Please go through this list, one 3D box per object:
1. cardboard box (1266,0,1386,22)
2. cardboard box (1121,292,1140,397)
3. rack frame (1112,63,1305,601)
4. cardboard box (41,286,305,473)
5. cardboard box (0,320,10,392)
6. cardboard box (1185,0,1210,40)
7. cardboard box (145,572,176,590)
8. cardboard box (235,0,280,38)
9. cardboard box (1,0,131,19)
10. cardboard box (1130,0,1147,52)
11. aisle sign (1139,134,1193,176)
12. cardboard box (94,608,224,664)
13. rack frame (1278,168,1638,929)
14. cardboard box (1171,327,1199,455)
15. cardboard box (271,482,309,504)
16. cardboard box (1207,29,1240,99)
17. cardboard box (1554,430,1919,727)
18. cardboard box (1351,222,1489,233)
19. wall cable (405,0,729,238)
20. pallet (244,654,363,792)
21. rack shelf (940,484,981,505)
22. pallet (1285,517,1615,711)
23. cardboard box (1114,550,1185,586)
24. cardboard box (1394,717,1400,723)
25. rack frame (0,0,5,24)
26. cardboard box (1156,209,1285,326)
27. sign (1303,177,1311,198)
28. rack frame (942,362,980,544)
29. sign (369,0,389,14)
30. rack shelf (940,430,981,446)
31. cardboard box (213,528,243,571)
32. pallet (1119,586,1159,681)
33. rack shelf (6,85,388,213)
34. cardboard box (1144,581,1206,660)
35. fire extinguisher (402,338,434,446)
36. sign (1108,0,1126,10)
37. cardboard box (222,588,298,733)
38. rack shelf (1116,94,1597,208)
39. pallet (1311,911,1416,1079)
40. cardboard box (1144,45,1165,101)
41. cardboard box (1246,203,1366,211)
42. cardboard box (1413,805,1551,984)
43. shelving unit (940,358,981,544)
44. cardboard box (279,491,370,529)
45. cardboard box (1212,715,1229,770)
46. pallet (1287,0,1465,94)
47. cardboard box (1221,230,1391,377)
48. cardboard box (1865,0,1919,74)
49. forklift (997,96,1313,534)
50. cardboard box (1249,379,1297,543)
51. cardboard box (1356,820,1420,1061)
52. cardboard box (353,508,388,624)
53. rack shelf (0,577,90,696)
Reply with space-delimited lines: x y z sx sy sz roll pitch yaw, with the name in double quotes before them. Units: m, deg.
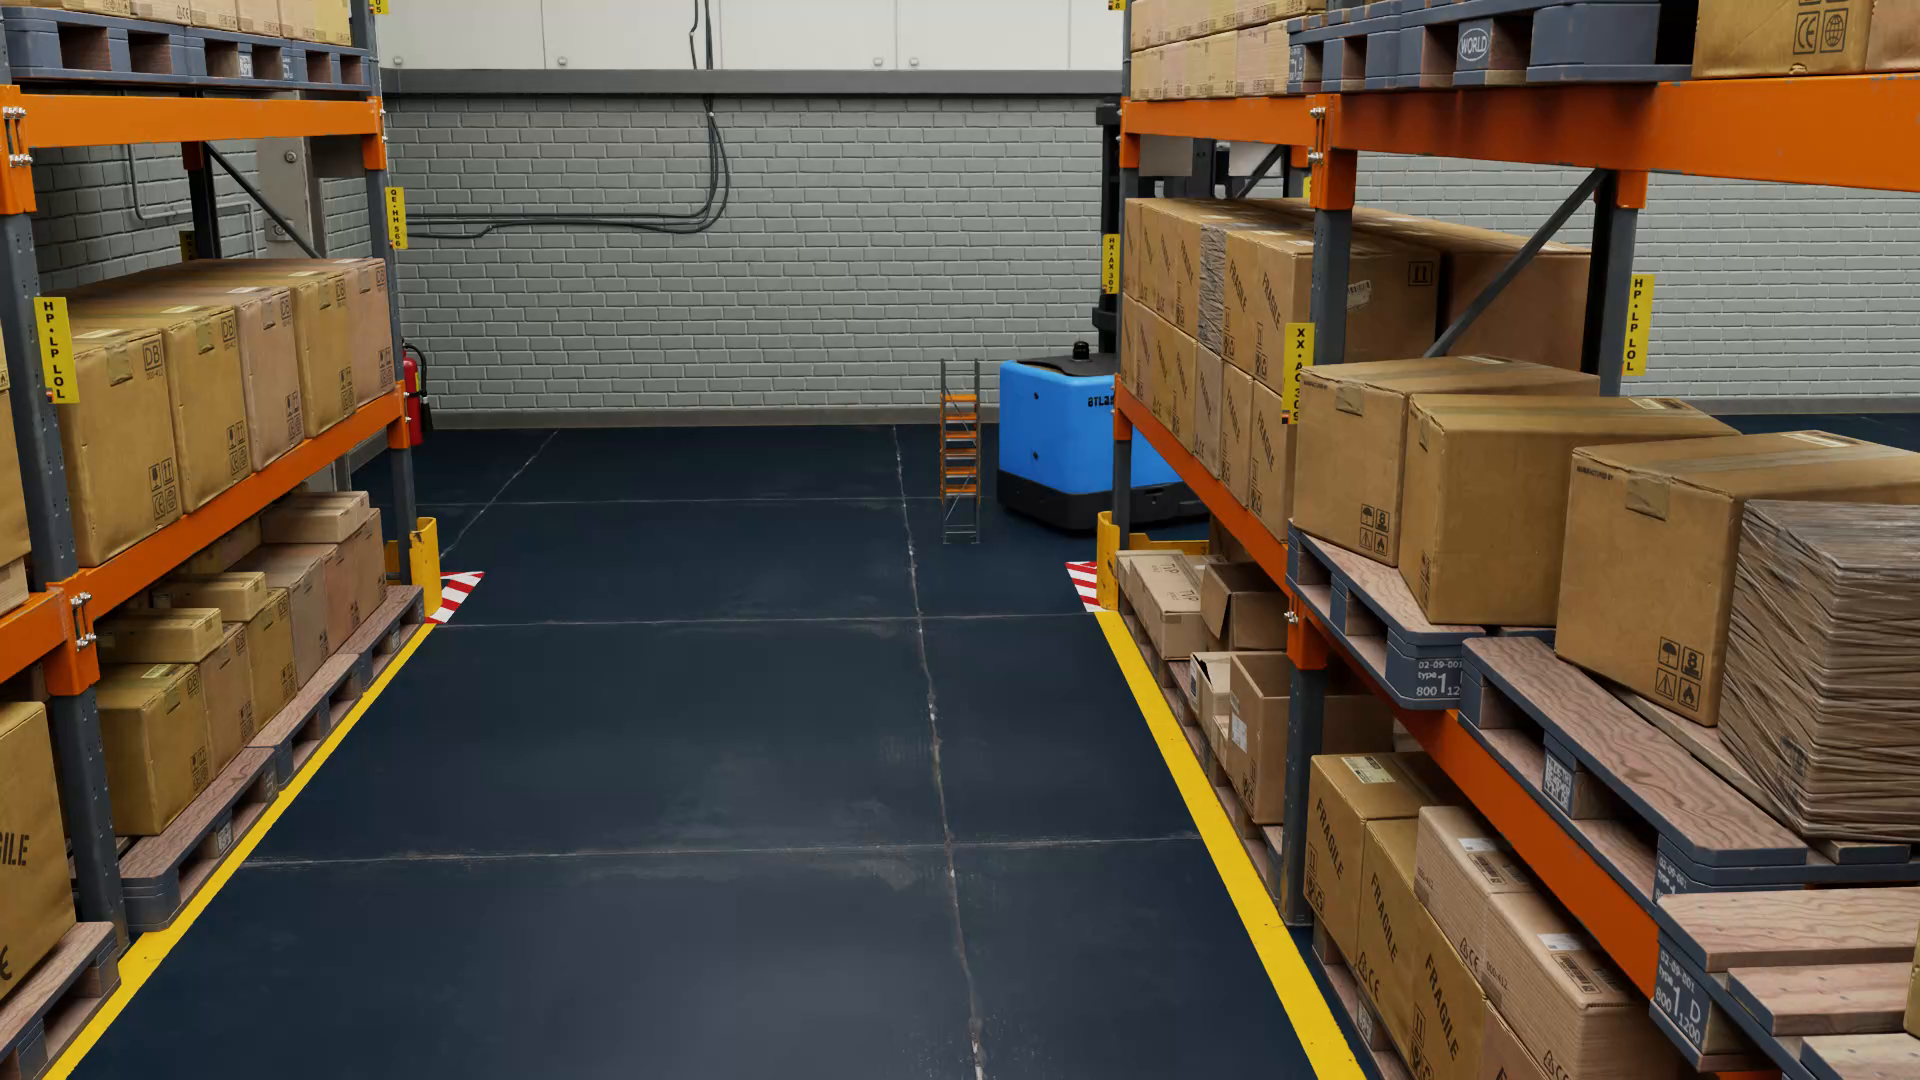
"cardboard box" 1.329 -1.864 5.527 0.500 0.250 0.500 -1 14 -3
"cardboard box" 1.147 -1.053 8.900 0.500 0.500 0.500 -1 14 -2
"rack frame" 1.382 -1.119 9.357 1.000 3.000 0.127 -1 14 -3
"cardboard box" -3.426 -0.690 7.087 0.980 0.700 0.700 -2 15 -6
"cardboard box" -3.030 -0.500 4.608 0.500 0.250 0.500 -1 14 -2
"cardboard box" 1.242 -2.237 6.978 0.500 0.250 0.500 -1 14 -3
"cardboard box" -3.513 0.238 6.953 0.380 0.149 0.250 -1 14 -3
"cardboard box" -3.181 -2.237 6.939 0.500 0.250 0.500 -1 14 -5
"cardboard box" -3.094 -1.855 5.454 0.500 0.250 0.500 -1 14 -4
"cardboard box" 1.154 -2.610 8.428 0.500 0.250 0.500 -1 14 -3
"aisle sign" 1.085 -2.391 9.082 0.394 0.787 0.004 -1 14 -3
"cardboard box" -3.097 0.370 6.439 0.380 0.149 0.250 0 14 -2
"rack frame" 1.630 -0.125 5.491 1.000 3.000 0.127 -1 14 -3
"cardboard box" 1.241 -0.676 7.433 0.500 0.500 0.500 -1 14 -3
"cardboard box" -3.626 -0.204 8.673 0.380 0.149 0.250 -1 14 -3
"cardboard box" 1.274 -1.870 6.557 0.500 0.250 0.500 -1 14 -3
"cardboard box" 1.801 0.062 3.722 0.700 0.500 0.500 -5 15 -18
"cardboard box" 1.818 -1.035 6.822 0.500 0.500 0.500 -1 14 -5
"wall cable" -3.555 -3.856 14.184 3.097 2.526 0.112 -1 14 -3
"pallet" -3.362 0.809 7.459 1.003 0.211 1.213 -1 14 -3
"rack shelf" 0.001 -0.302 10.934 0.258 0.103 0.180 -1 14 -3
"pallet" 1.571 0.169 4.736 1.003 0.211 1.213 -1 14 -3
"cardboard box" 1.065 0.158 9.232 0.380 0.149 0.250 -1 14 -3
"cardboard box" 1.756 0.712 7.043 0.380 0.166 0.250 -1 14 -3
"rack frame" -3.314 -2.953 4.443 1.000 3.000 0.127 -1 14 -3
"cardboard box" 1.213 -1.283 7.787 0.500 0.500 0.500 -1 14 -3
"sign" 1.937 -1.837 9.188 0.100 0.325 0.005 -1 14 -3
"rack frame" 0.007 -0.555 10.774 0.240 1.200 0.006 -1 14 -3
"sign" -3.019 -2.890 8.601 0.100 0.325 0.005 -1 14 -3
"rack shelf" 0.001 -0.651 10.844 0.258 0.103 0.180 -1 14 -3
"cardboard box" -3.562 0.047 7.696 0.380 0.149 0.250 -1 14 -3
"pallet" 1.437 0.448 8.861 1.003 0.211 1.213 -1 14 -3
"rack shelf" -3.438 -1.649 6.839 1.077 0.370 4.000 -1 14 -3
"cardboard box" 1.195 0.387 8.136 0.500 0.250 0.500 -1 14 -3
"fire extinguisher" -3.110 -0.869 9.286 0.296 0.674 0.183 -1 14 -3
"sign" 0.841 -2.987 8.842 0.100 0.325 0.005 -1 14 -3
"cardboard box" -3.315 0.520 7.160 0.700 0.500 0.500 -1 14 -2
"rack shelf" 1.506 -1.726 7.140 1.077 0.370 4.000 -1 14 -3
"pallet" 1.718 1.428 5.054 1.003 0.211 1.213 -1 14 -3
"cardboard box" 1.178 -2.243 8.006 0.500 0.250 0.500 -1 14 -3
"cardboard box" 1.716 -1.420 8.318 0.500 0.500 0.500 0 14 -2
"cardboard box" 1.479 0.883 4.205 0.500 0.250 0.500 -1 14 -3
"shelving unit" 0.001 -0.577 10.863 0.258 1.200 0.189 -1 14 -3
"cardboard box" -3.229 -0.147 8.451 0.380 0.149 0.250 -1 14 -4
"cardboard box" 1.228 0.813 6.684 0.380 0.149 0.250 -1 14 -3
"pallet" 1.600 -1.323 4.506 1.213 0.211 1.003 -1 14 -3
"cardboard box" 1.306 -0.906 6.322 0.500 0.500 0.500 -1 14 -5
"cardboard box" 1.786 -0.866 2.151 0.910 0.500 0.500 -1 14 -3
"forklift" 1.802 -1.704 11.768 3.031 2.935 1.130 -8 16 -28
"cardboard box" 1.343 -0.293 5.946 0.500 0.500 0.500 -1 14 -3
"cardboard box" 1.461 1.129 4.750 0.500 0.500 0.500 -1 14 -3
"cardboard box" -3.419 0.138 8.645 0.700 0.500 0.500 -1 14 -3
"rack shelf" -3.190 0.799 3.346 1.077 0.370 4.000 -1 14 -3
